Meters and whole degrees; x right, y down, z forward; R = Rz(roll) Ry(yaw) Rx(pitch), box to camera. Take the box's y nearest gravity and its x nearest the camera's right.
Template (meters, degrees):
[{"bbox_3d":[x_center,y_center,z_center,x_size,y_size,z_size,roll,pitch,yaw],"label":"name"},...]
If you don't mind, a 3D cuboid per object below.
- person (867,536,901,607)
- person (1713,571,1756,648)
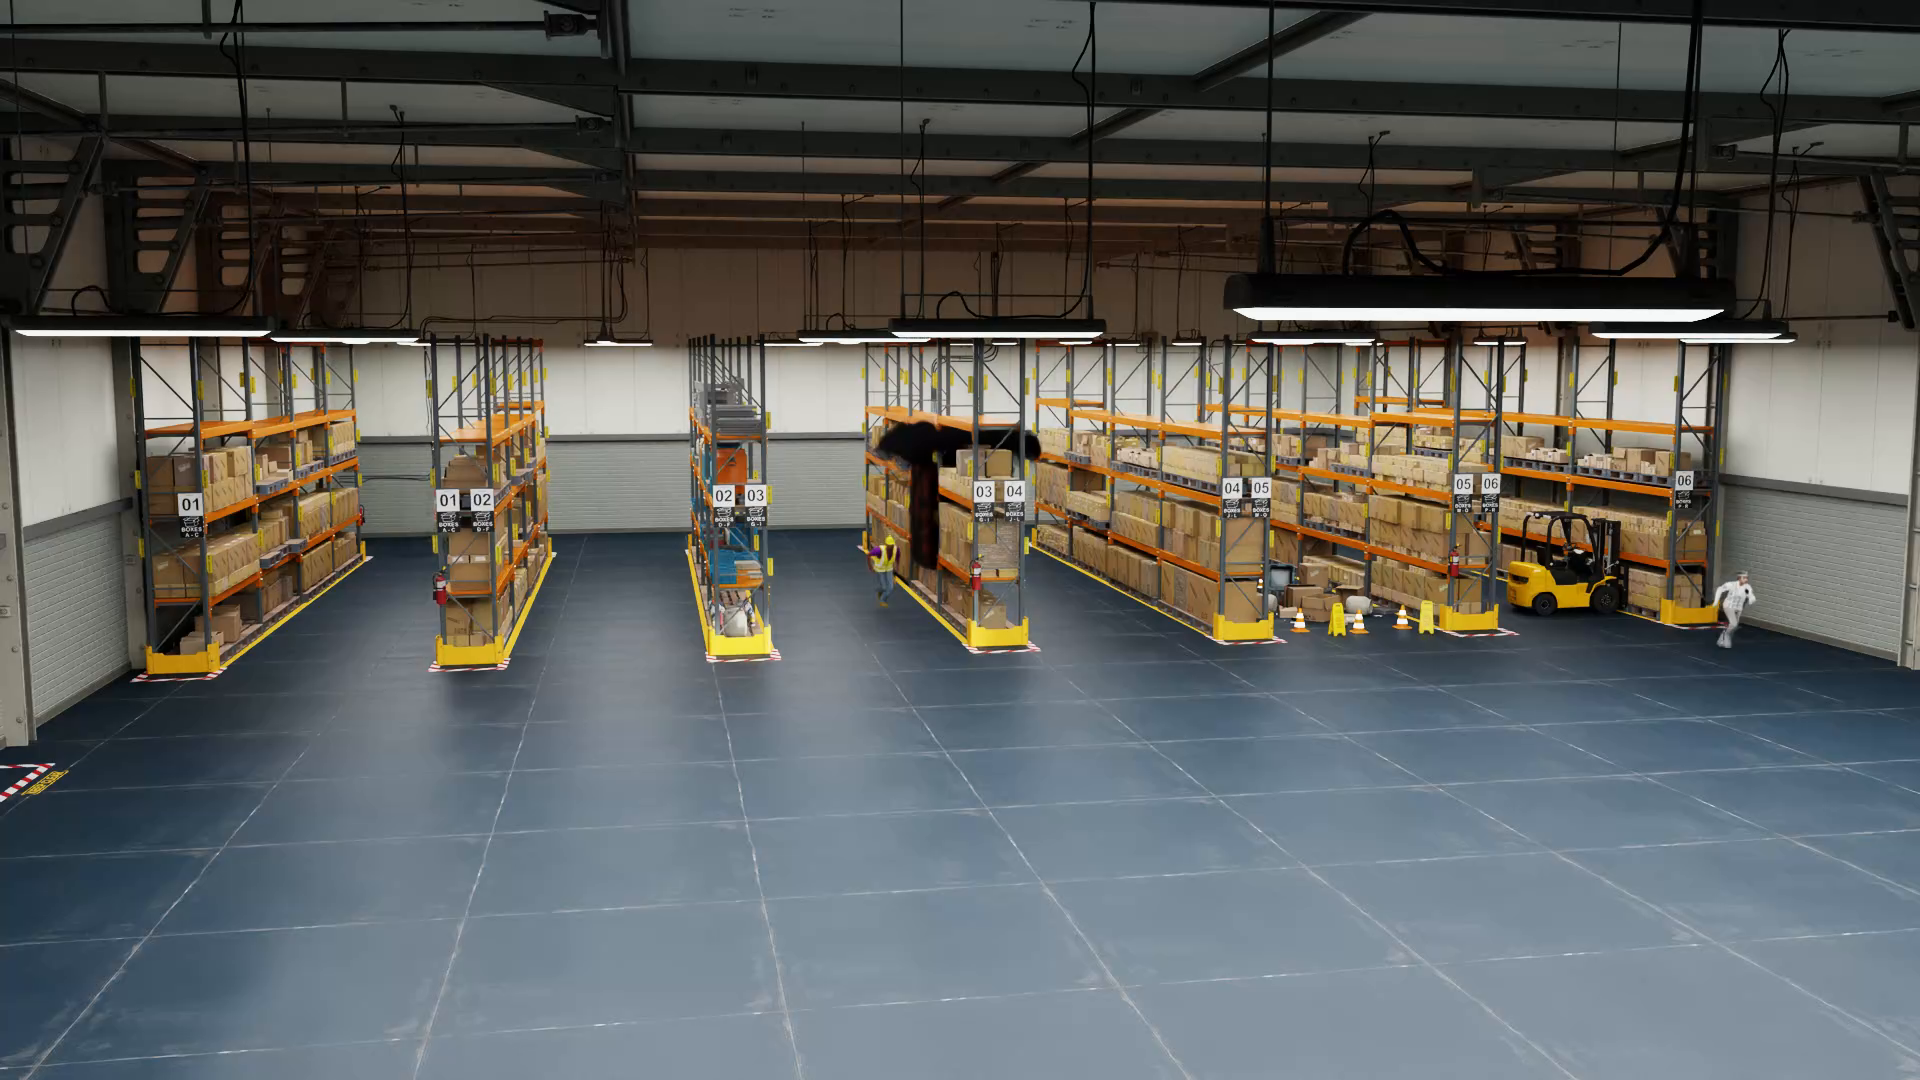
[{"bbox_3d":[-1.641,0.680,35.682,0.731,1.573,0.911,-3,7,-22],"label":"person"},{"bbox_3d":[14.759,1.319,31.666,0.601,1.544,0.914,-1,7,-8],"label":"person"}]
